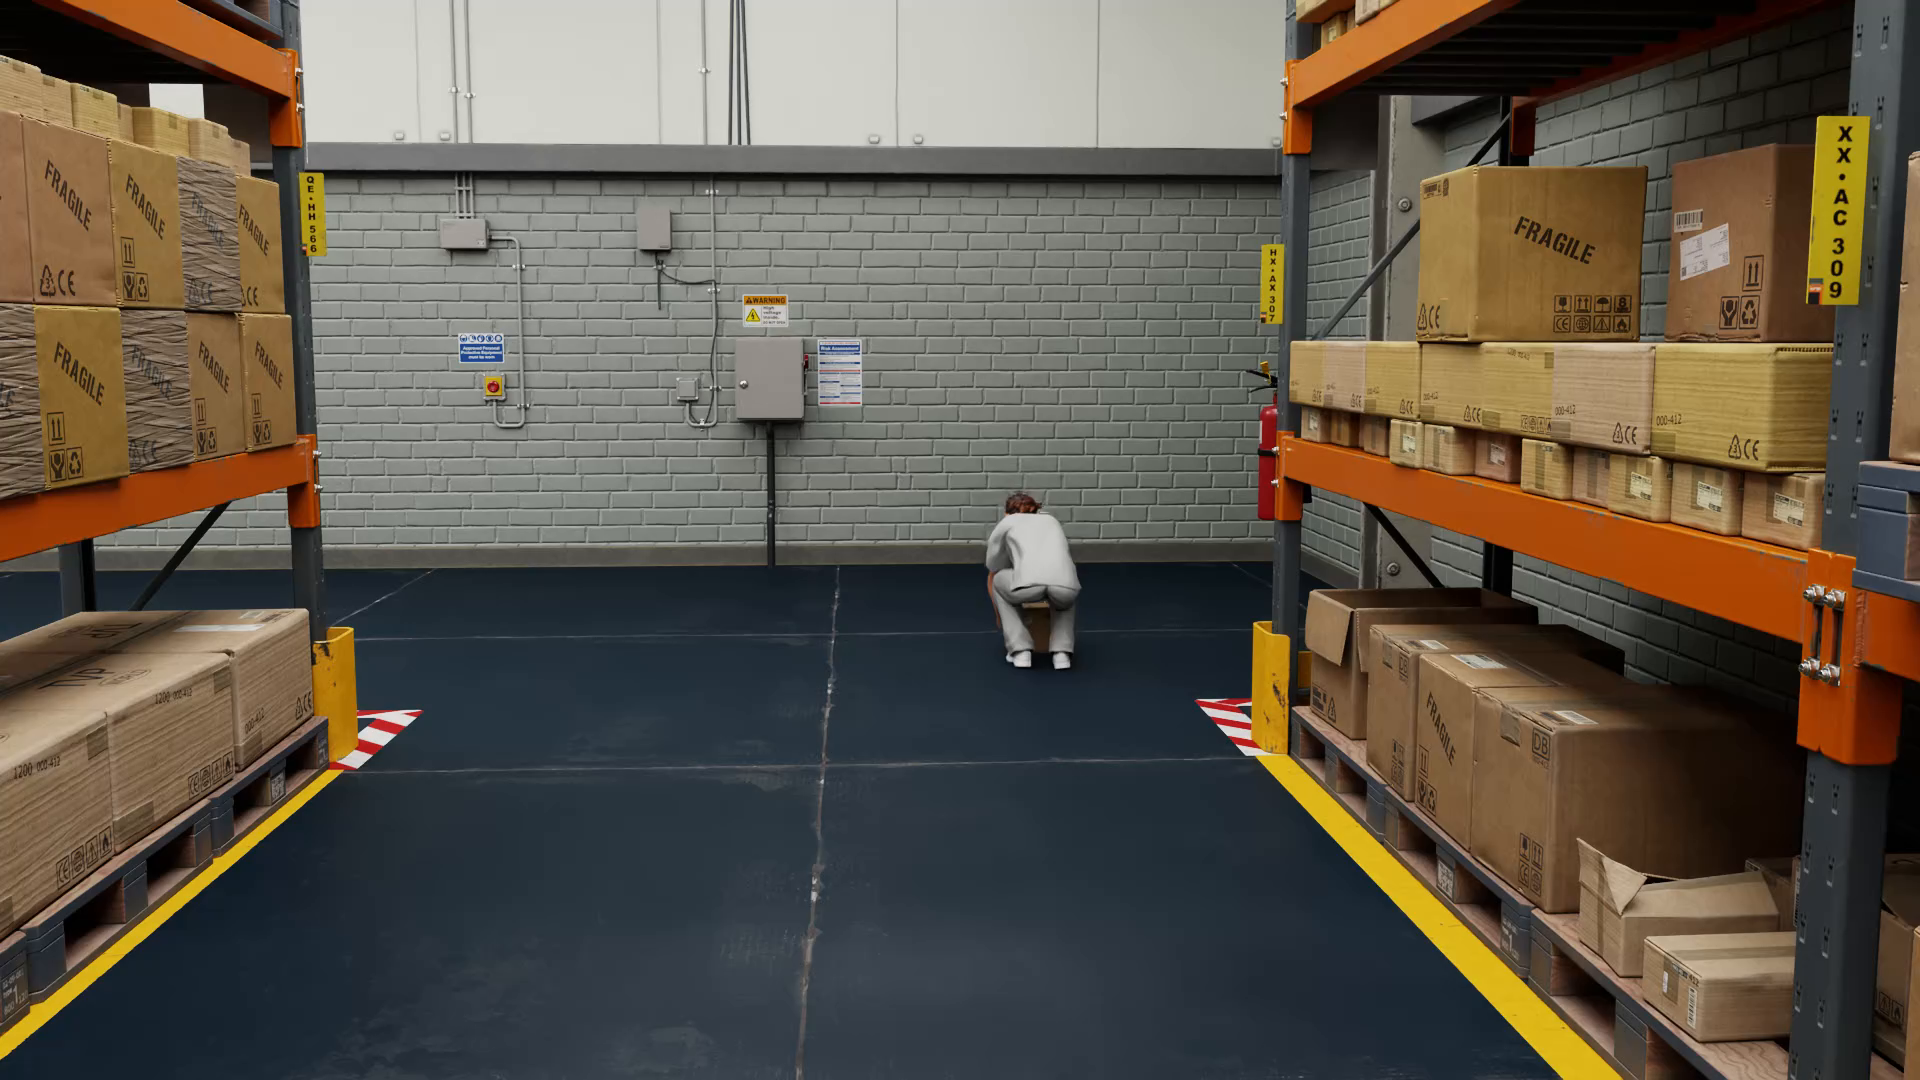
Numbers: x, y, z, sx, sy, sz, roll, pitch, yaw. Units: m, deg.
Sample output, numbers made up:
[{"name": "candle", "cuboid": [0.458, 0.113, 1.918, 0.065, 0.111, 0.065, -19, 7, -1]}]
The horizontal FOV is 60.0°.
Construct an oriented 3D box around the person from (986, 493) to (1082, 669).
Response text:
[{"name": "person", "cuboid": [0.390, 0.215, 8.820, 0.482, 0.875, 0.799, 0, 7, -4]}]
